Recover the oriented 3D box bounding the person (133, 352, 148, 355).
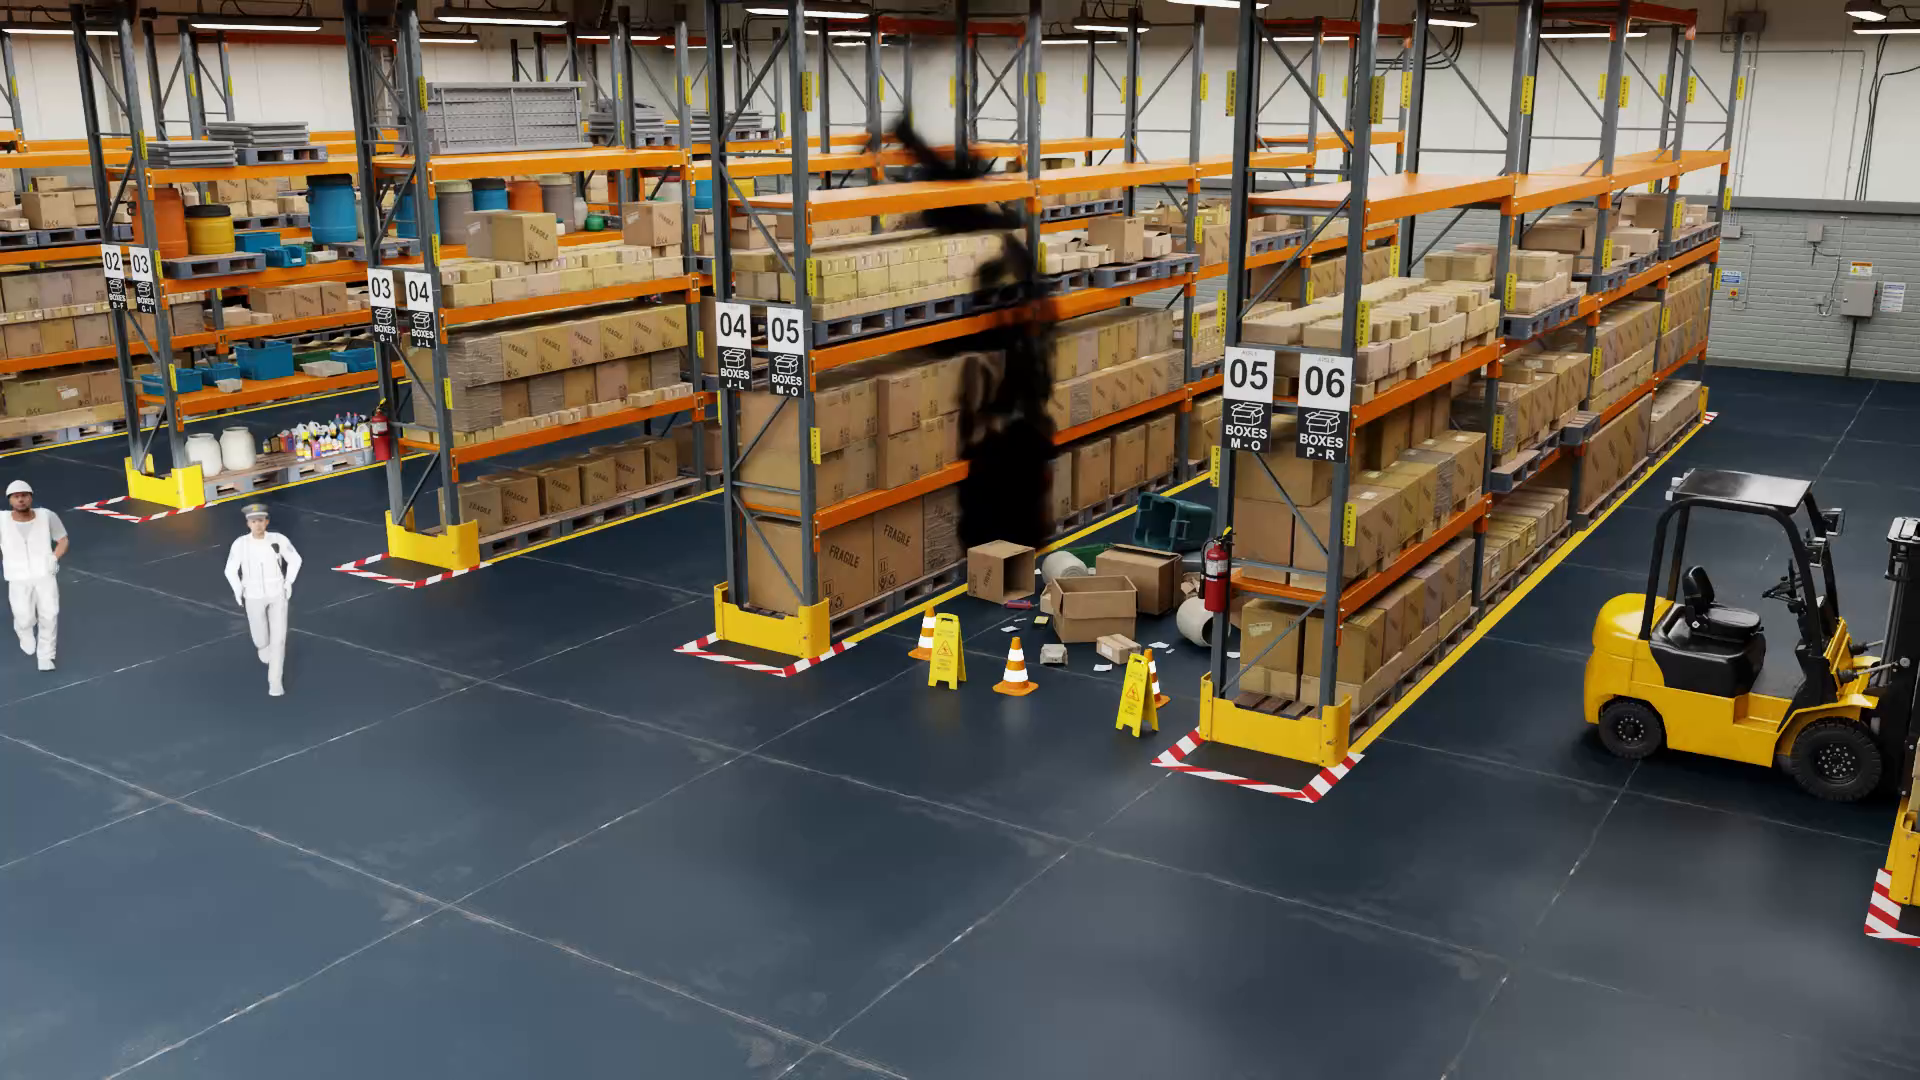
[{"bbox_3d":[-13.397,-3.017,27.013,0.579,1.711,0.764,7,17,23],"label":"person"}]

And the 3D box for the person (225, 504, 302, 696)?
[{"bbox_3d":[-6.026,0.474,14.460,0.623,1.670,0.679,-6,17,-22],"label":"person"}]

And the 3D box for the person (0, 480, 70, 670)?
[{"bbox_3d":[-8.278,0.322,14.824,0.684,1.732,0.594,-9,18,-31],"label":"person"}]
